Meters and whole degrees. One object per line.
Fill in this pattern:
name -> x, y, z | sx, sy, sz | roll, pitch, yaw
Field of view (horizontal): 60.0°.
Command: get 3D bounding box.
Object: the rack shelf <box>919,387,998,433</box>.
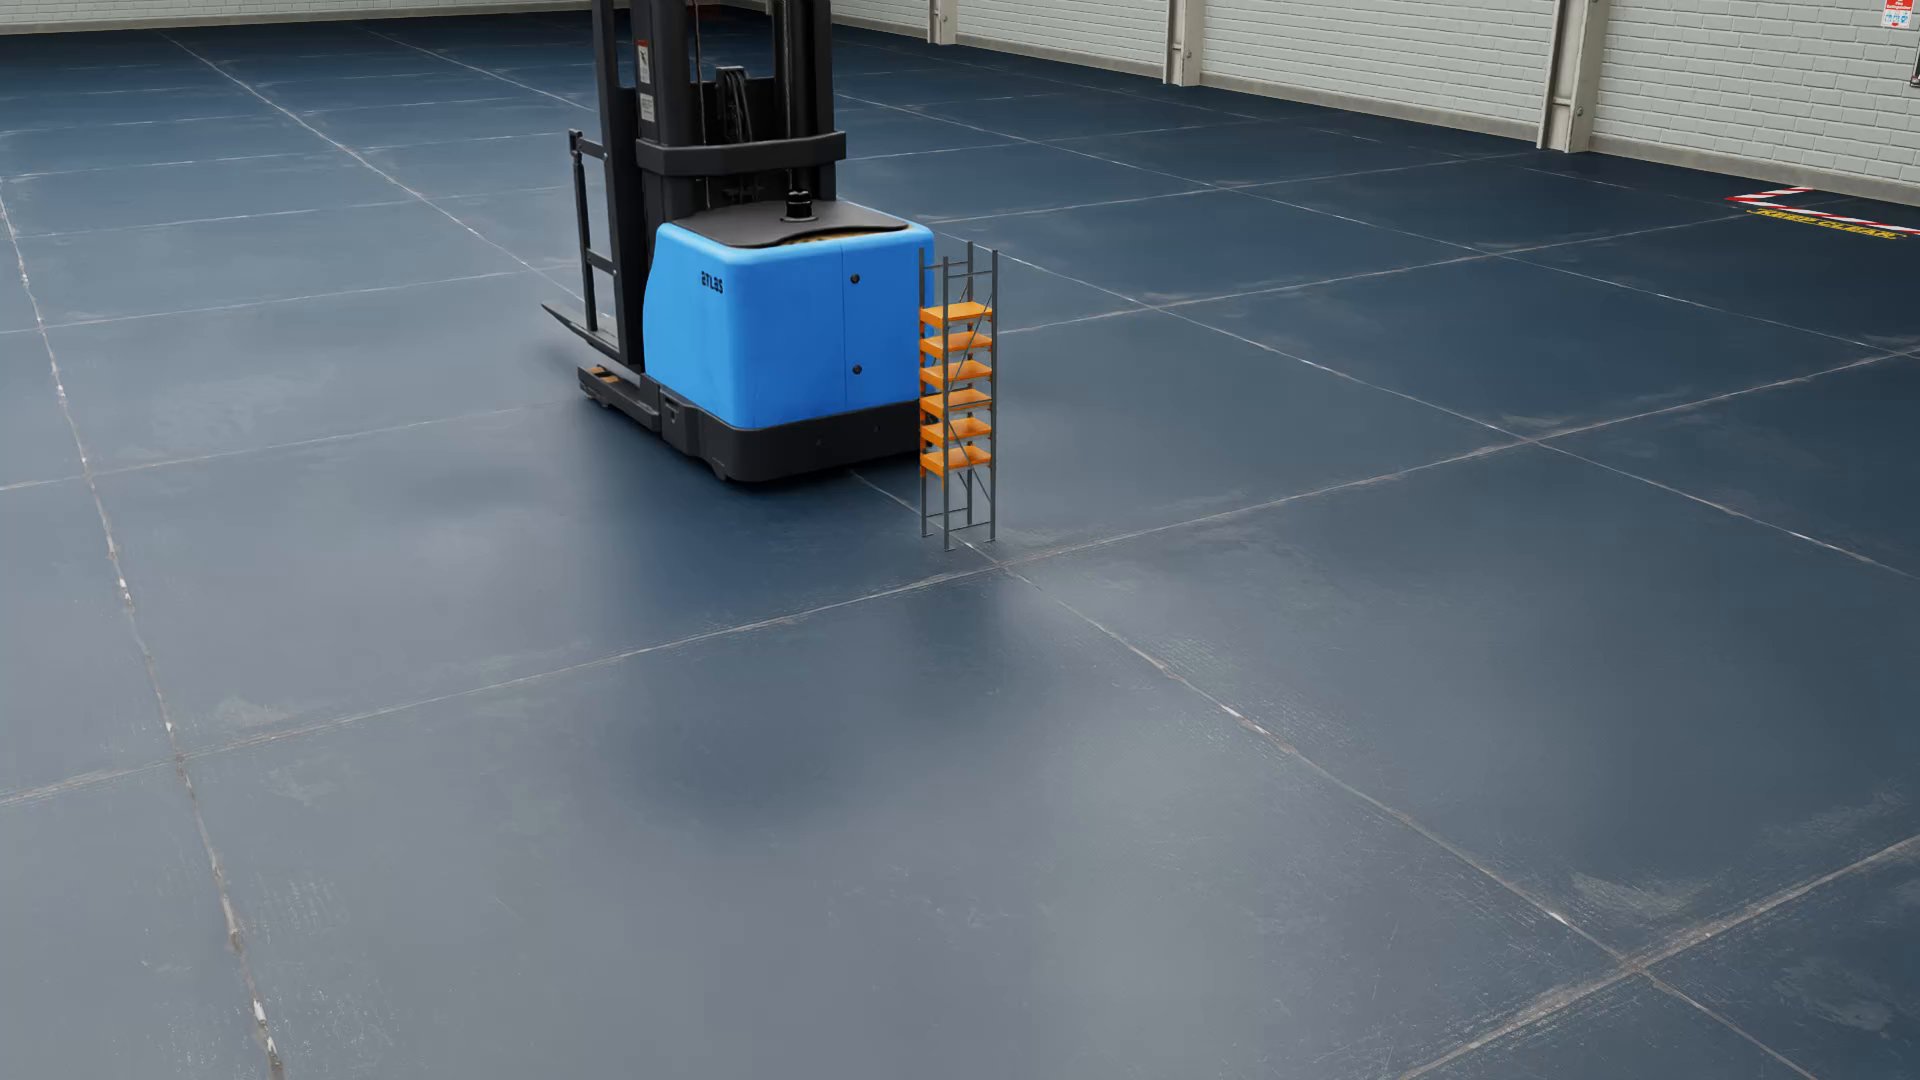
rack shelf -> -0.007, -0.519, 6.614 | 0.258, 0.103, 0.180 | -13, 25, -28

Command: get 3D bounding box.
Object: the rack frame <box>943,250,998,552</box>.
rack frame -> 0.039, -0.531, 6.524 | 0.240, 1.200, 0.006 | -13, 25, -28

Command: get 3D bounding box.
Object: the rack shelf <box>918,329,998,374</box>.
rack shelf -> -0.007, -0.742, 6.523 | 0.258, 0.103, 0.180 | -13, 25, -28

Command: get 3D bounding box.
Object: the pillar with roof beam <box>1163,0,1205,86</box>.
pillar with roof beam -> -0.907, -9.082, 17.204 | 9.100, 9.000, 0.400 | -13, 25, -28

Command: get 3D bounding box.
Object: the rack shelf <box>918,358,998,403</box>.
rack shelf -> -0.007, -0.631, 6.569 | 0.258, 0.103, 0.180 | -13, 25, -28

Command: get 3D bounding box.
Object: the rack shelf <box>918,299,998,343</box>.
rack shelf -> -0.007, -0.853, 6.478 | 0.258, 0.103, 0.180 | -13, 25, -28

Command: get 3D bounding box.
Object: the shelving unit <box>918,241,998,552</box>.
shelving unit -> -0.007, -0.561, 6.597 | 0.258, 1.200, 0.189 | -13, 25, -28

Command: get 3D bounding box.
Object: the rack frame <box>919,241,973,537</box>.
rack frame -> -0.054, -0.590, 6.670 | 0.240, 1.200, 0.006 | -13, 25, -28

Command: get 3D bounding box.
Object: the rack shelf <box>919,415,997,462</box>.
rack shelf -> -0.007, -0.408, 6.659 | 0.258, 0.103, 0.180 | -13, 25, -28

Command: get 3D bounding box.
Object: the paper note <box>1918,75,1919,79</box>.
paper note -> 7.663, -3.716, 13.140 | 0.016, 0.148, 0.142 | -13, 25, -28

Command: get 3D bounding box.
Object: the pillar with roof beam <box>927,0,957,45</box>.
pillar with roof beam -> -3.972, -11.024, 21.983 | 9.100, 9.000, 0.400 | -13, 25, -28

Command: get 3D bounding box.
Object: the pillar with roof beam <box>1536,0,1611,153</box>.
pillar with roof beam -> 2.157, -7.139, 12.426 | 9.100, 9.000, 0.400 | -13, 25, -28

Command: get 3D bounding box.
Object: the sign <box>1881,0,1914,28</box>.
sign -> 7.500, -4.269, 13.283 | 0.001, 0.329, 0.234 | -13, 25, -28

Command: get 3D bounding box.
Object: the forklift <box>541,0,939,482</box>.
forklift -> -1.317, -2.112, 8.115 | 1.130, 2.935, 3.031 | -14, 26, -30

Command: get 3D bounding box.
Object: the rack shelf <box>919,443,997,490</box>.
rack shelf -> -0.007, -0.297, 6.704 | 0.258, 0.103, 0.180 | -13, 25, -28

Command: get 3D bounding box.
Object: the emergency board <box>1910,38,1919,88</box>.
emergency board -> 7.705, -4.060, 12.816 | 0.157, 1.169, 0.626 | -13, 25, -28

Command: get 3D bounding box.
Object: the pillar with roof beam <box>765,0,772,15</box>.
pillar with roof beam -> -7.037, -12.966, 26.761 | 9.100, 9.000, 0.400 | -13, 25, -28
